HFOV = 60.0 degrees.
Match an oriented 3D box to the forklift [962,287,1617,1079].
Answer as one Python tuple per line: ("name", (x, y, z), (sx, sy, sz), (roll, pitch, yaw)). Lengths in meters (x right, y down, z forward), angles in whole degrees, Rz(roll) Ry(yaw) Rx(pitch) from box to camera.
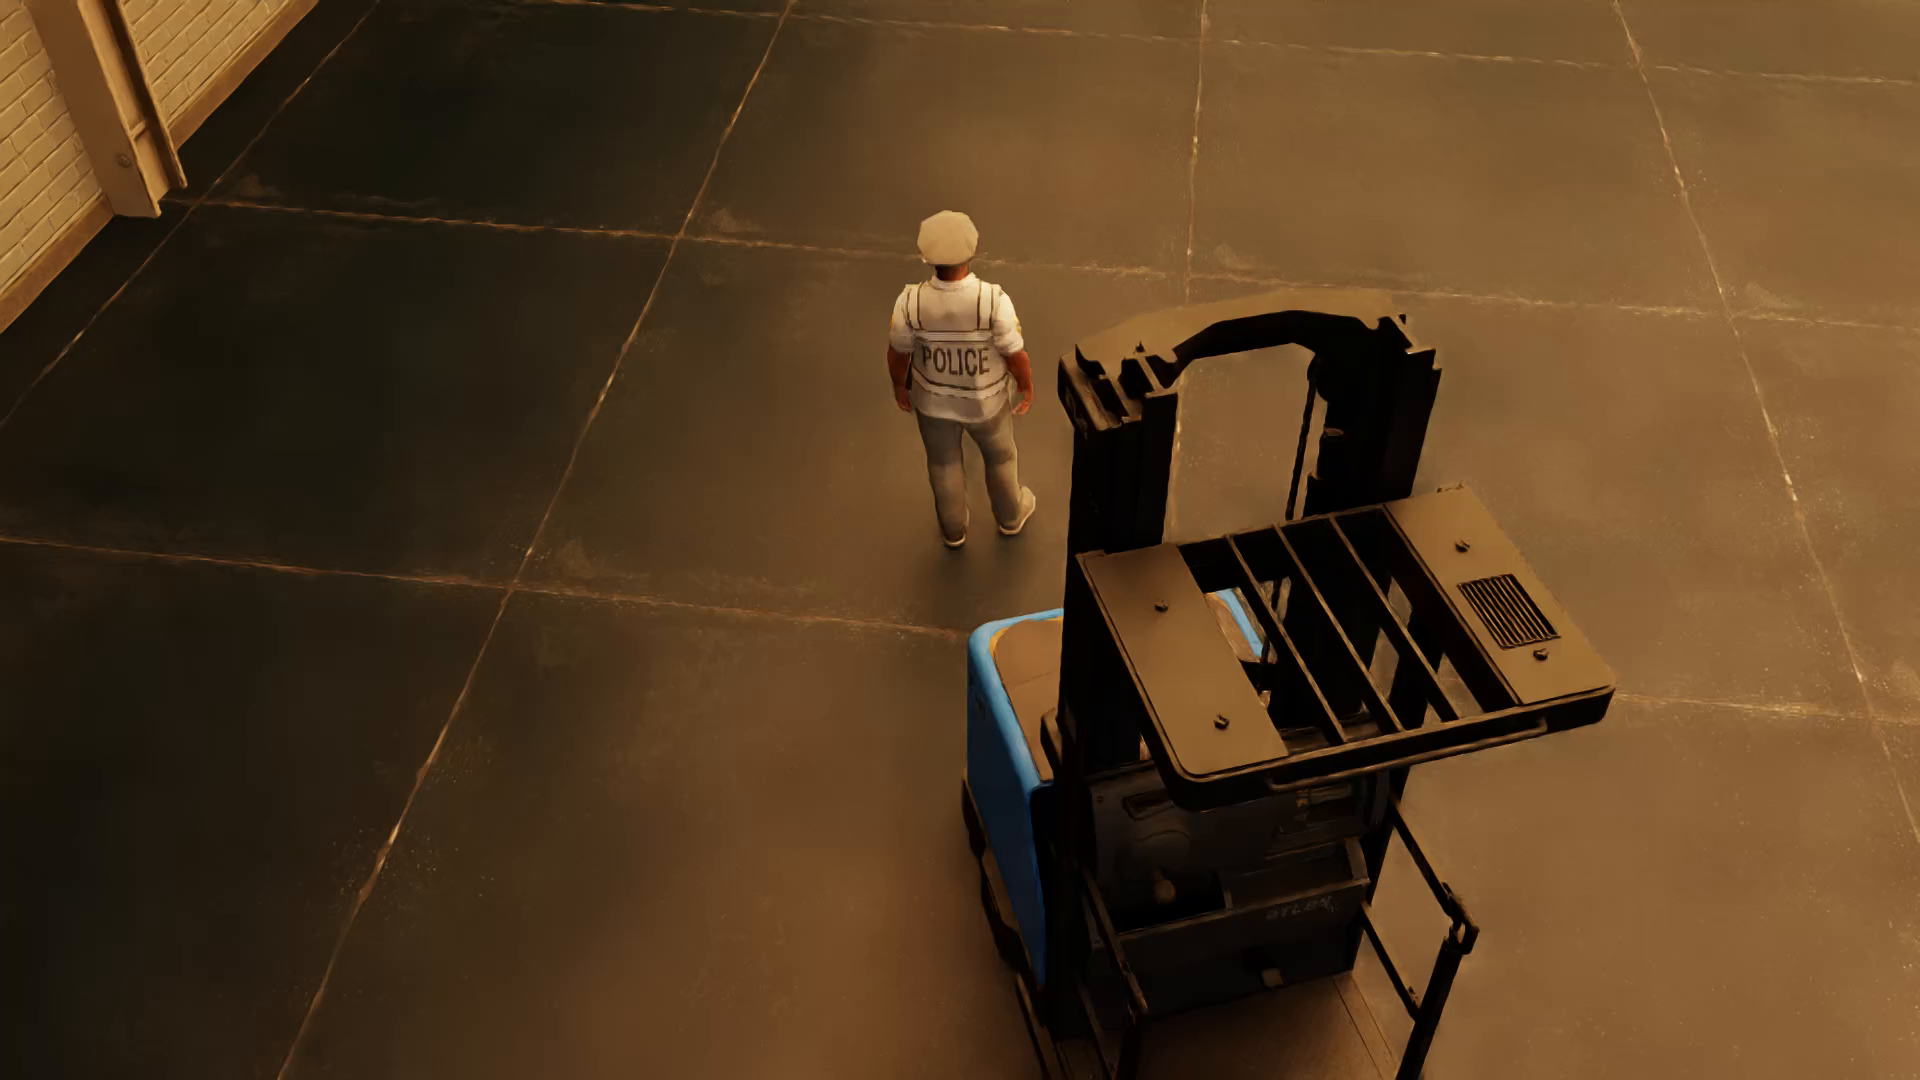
("forklift", (0.891, 0.894, 4.751), (1.130, 2.935, 3.031), (-10, 44, -11))

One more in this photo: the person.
("person", (0.022, -0.713, 7.338), (0.640, 1.781, 0.574), (5, 43, 6))
